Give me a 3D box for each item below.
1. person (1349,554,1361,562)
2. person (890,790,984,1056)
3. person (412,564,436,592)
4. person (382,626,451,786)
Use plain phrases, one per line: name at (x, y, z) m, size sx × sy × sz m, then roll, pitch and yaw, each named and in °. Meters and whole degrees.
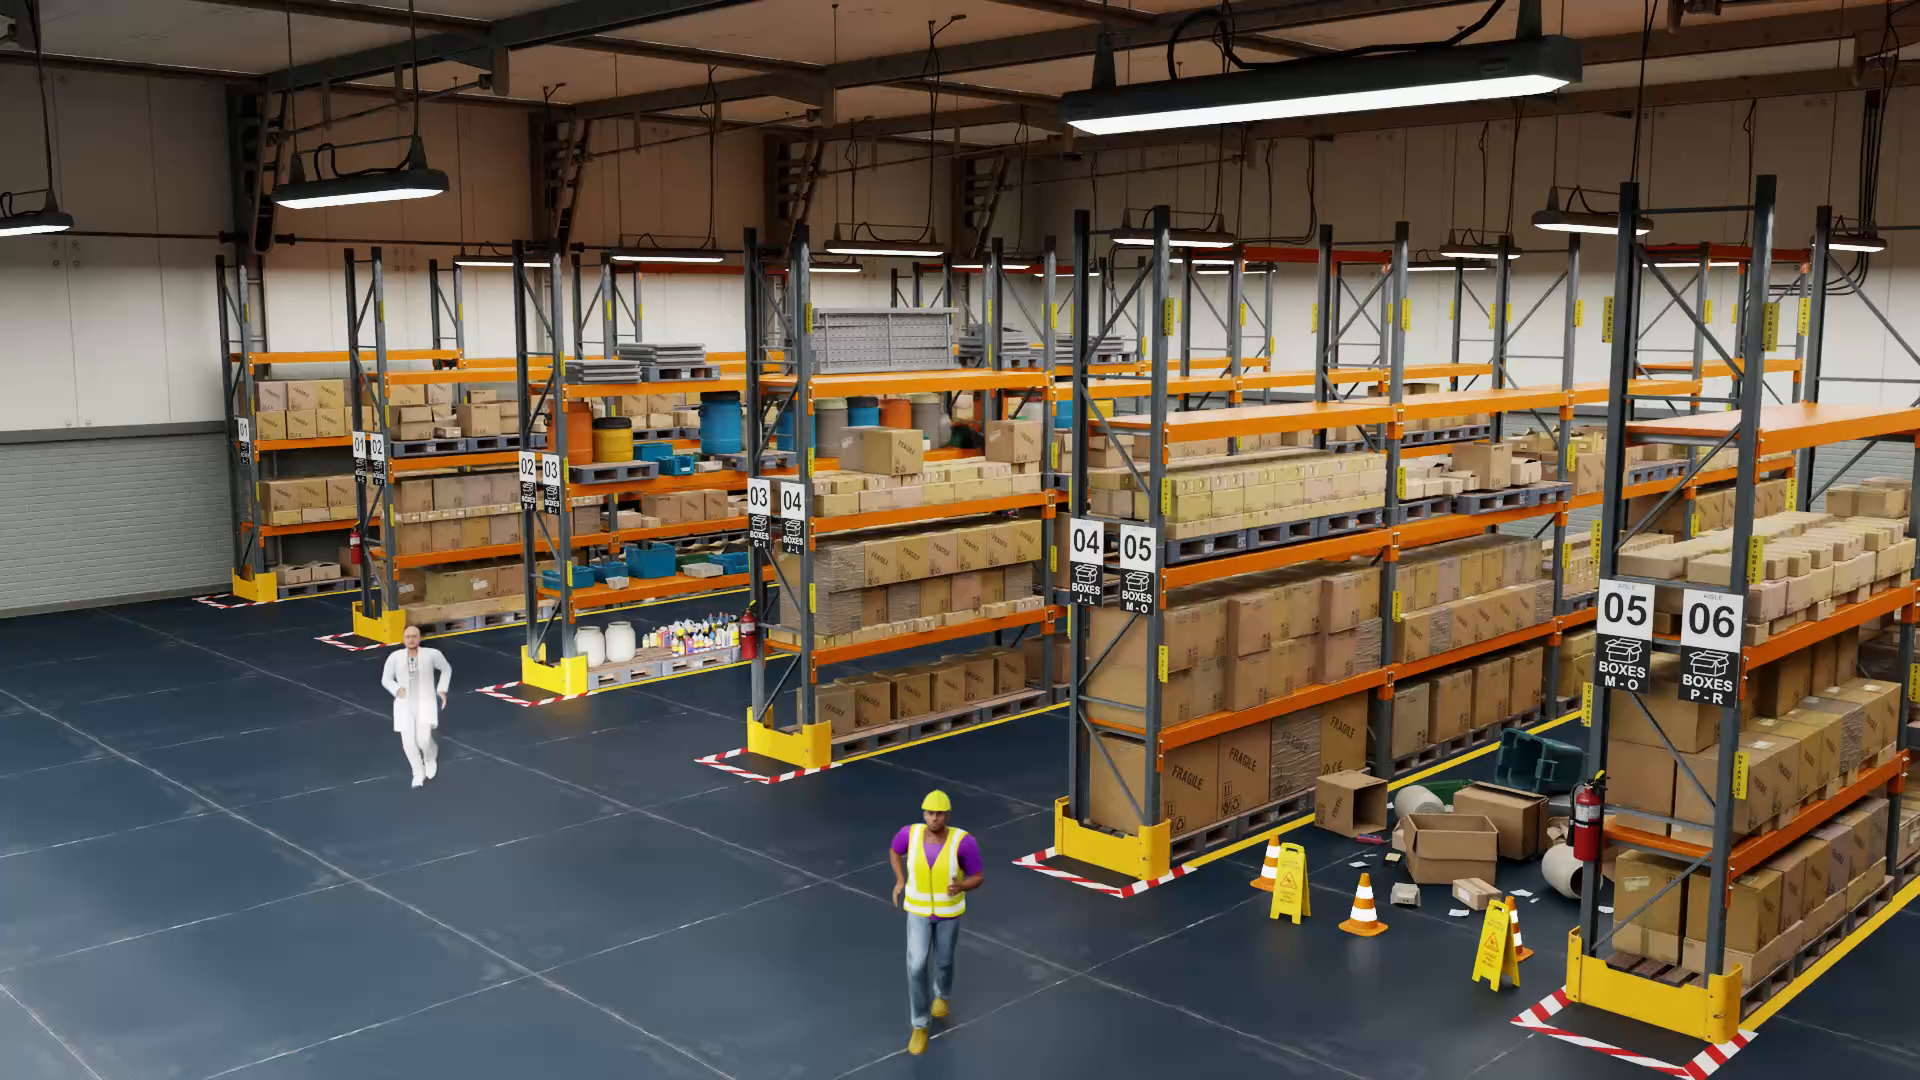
person at (5.613, 1.004, 23.862) m, size 0.574 × 1.612 × 0.558 m, roll 5°, pitch 10°, yaw 33°
person at (-0.171, 2.651, 11.727) m, size 0.674 × 1.832 × 0.788 m, roll 0°, pitch 8°, yaw 2°
person at (-9.025, 0.358, 28.133) m, size 0.659 × 1.671 × 0.614 m, roll 7°, pitch 11°, yaw 40°
person at (-5.823, 1.794, 17.794) m, size 0.695 × 1.739 × 0.631 m, roll -1°, pitch 8°, yaw -9°
